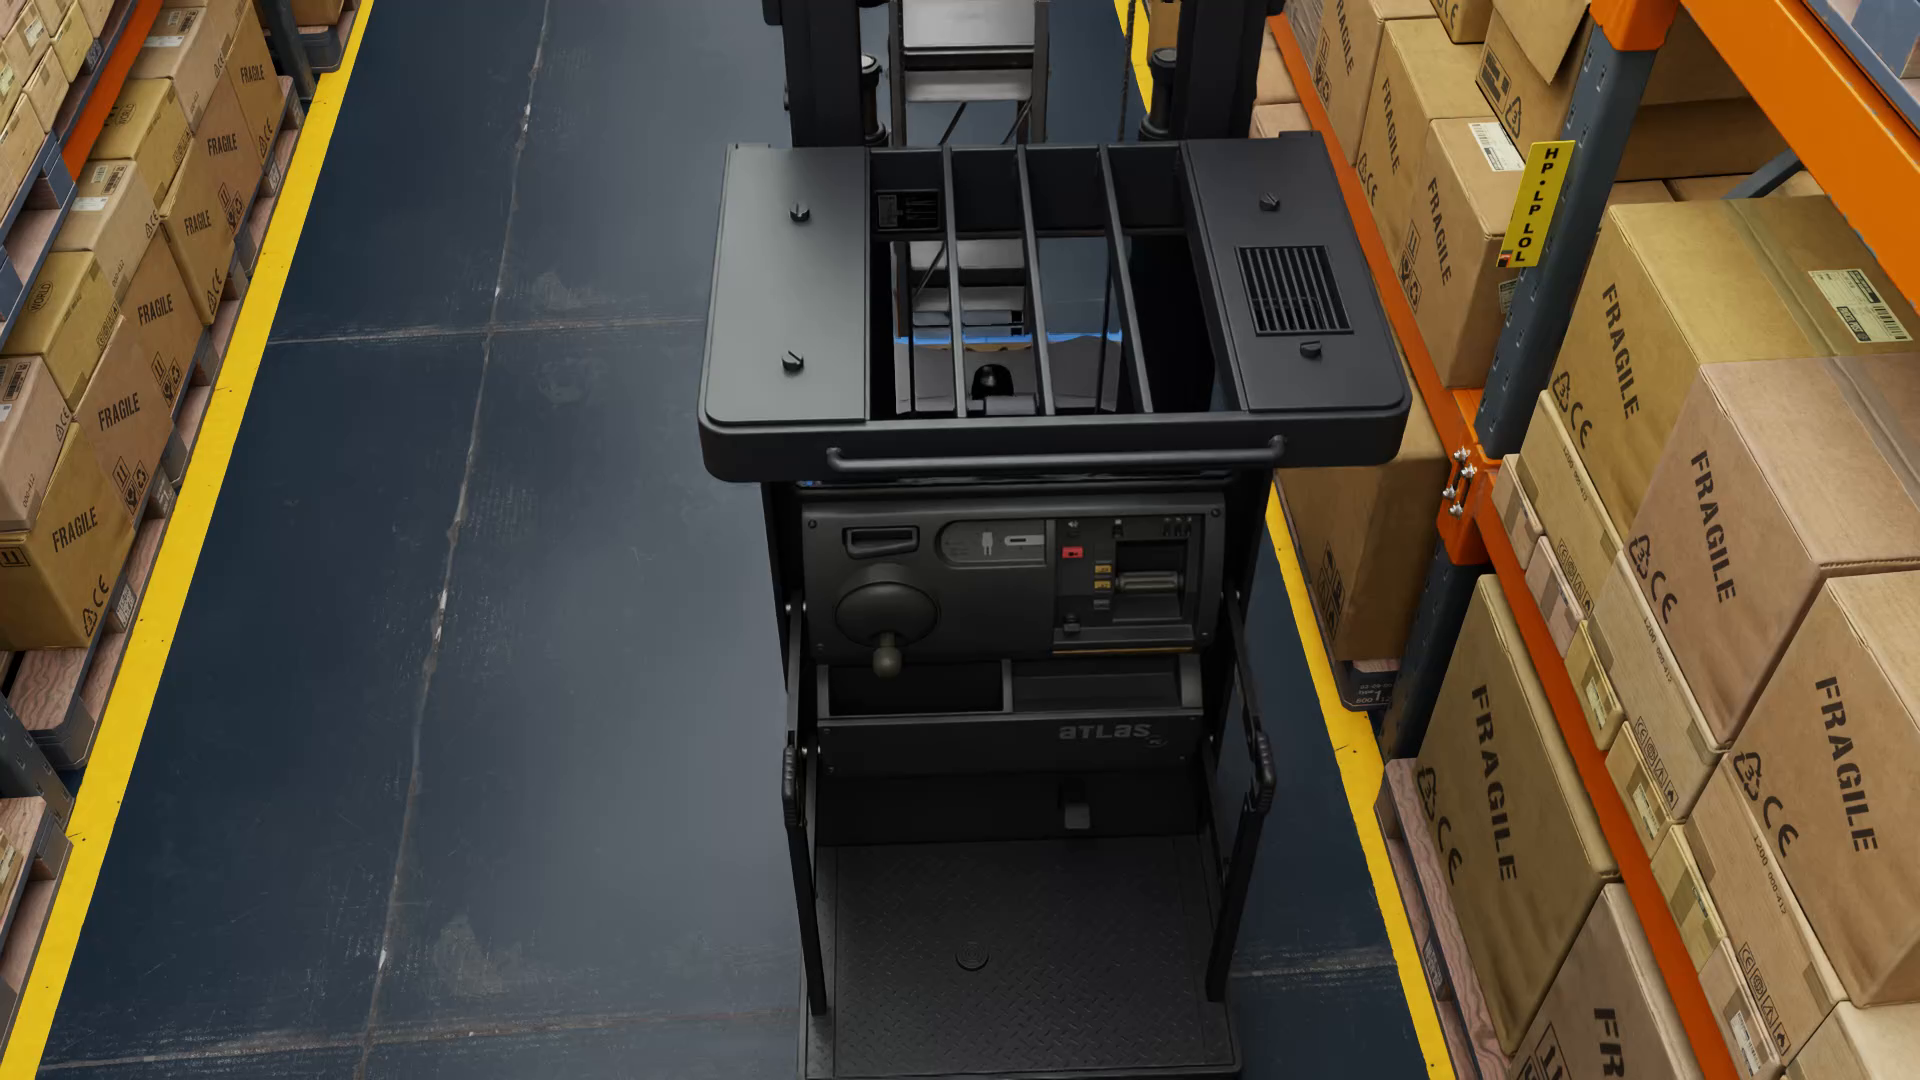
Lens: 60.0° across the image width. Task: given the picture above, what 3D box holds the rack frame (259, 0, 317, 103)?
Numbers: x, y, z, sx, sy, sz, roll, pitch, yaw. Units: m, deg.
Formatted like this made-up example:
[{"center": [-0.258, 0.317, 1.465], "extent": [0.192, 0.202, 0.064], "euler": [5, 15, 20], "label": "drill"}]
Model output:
[{"center": [-3.488, -3.064, 6.586], "extent": [1.000, 3.000, 0.127], "euler": [-3, 47, -3], "label": "rack frame"}]

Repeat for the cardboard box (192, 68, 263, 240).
[{"center": [-3.133, -1.512, 6.549], "extent": [0.500, 0.500, 0.500], "euler": [-2, 47, -2], "label": "cardboard box"}]

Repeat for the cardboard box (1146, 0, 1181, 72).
[{"center": [1.500, -2.205, 6.947], "extent": [1.225, 0.875, 0.875], "euler": [-5, 47, -5], "label": "cardboard box"}]

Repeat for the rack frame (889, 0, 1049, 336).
[{"center": [0.023, -0.630, 4.901], "extent": [0.400, 2.100, 0.015], "euler": [-2, 47, -2], "label": "rack frame"}]

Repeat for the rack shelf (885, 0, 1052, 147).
[{"center": [0.013, -1.279, 4.570], "extent": [0.431, 0.518, 0.480], "euler": [-2, 47, -2], "label": "rack shelf"}]

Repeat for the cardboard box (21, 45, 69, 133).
[{"center": [-2.815, -1.288, 4.788], "extent": [0.380, 0.149, 0.250], "euler": [-5, 47, -5], "label": "cardboard box"}]

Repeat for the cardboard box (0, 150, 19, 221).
[{"center": [-2.774, -0.922, 4.441], "extent": [0.380, 0.149, 0.250], "euler": [-3, 47, -3], "label": "cardboard box"}]

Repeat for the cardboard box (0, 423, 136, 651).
[{"center": [-2.951, -0.005, 5.121], "extent": [0.500, 0.500, 0.500], "euler": [-2, 47, -2], "label": "cardboard box"}]

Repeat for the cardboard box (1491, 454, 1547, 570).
[{"center": [1.491, -0.077, 3.930], "extent": [0.380, 0.149, 0.250], "euler": [-3, 47, -3], "label": "cardboard box"}]

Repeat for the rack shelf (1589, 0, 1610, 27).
[{"center": [1.631, -2.629, 4.604], "extent": [1.077, 0.370, 4.000], "euler": [-3, 47, -3], "label": "rack shelf"}]

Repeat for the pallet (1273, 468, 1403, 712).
[{"center": [1.658, 0.007, 5.598], "extent": [1.003, 0.211, 1.213], "euler": [-3, 47, -3], "label": "pallet"}]

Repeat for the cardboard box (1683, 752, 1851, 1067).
[{"center": [1.662, 0.642, 2.975], "extent": [0.500, 0.250, 0.500], "euler": [-2, 47, -2], "label": "cardboard box"}]

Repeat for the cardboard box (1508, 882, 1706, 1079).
[{"center": [1.849, 1.322, 3.606], "extent": [0.875, 0.875, 0.875], "euler": [-3, 47, -3], "label": "cardboard box"}]

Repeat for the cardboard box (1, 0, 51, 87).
[{"center": [-2.820, -1.400, 4.689], "extent": [0.380, 0.149, 0.250], "euler": [-2, 47, -2], "label": "cardboard box"}]

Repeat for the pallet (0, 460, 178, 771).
[{"center": [-3.220, 0.226, 5.391], "extent": [1.003, 0.211, 1.213], "euler": [-3, 47, -3], "label": "pallet"}]

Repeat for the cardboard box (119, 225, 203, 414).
[{"center": [-3.054, -0.766, 5.842], "extent": [0.500, 0.500, 0.500], "euler": [-3, 47, -3], "label": "cardboard box"}]

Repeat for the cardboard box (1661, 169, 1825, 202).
[{"center": [2.009, -0.780, 4.354], "extent": [0.500, 0.500, 0.500], "euler": [-3, 47, -3], "label": "cardboard box"}]

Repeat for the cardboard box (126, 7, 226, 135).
[{"center": [-3.116, -1.763, 6.270], "extent": [0.500, 0.250, 0.500], "euler": [-3, 47, -3], "label": "cardboard box"}]

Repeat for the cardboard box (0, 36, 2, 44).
[{"center": [-2.794, -1.313, 4.402], "extent": [0.380, 0.149, 0.250], "euler": [-4, 47, -4], "label": "cardboard box"}]

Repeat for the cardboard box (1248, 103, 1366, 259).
[{"center": [1.649, -0.920, 5.730], "extent": [1.225, 0.875, 0.875], "euler": [-5, 47, -5], "label": "cardboard box"}]

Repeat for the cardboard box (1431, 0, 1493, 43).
[{"center": [1.690, -1.736, 4.569], "extent": [0.797, 0.503, 0.637], "euler": [-3, 47, -3], "label": "cardboard box"}]

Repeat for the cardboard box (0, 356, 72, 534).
[{"center": [-2.952, -0.263, 4.849], "extent": [0.500, 0.250, 0.500], "euler": [-5, 47, -5], "label": "cardboard box"}]

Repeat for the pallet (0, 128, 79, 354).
[{"center": [-3.072, -0.666, 4.447], "extent": [1.003, 0.211, 1.213], "euler": [-3, 47, -3], "label": "pallet"}]

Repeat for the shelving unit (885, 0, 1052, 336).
[{"center": [0.013, -0.807, 5.068], "extent": [0.431, 2.100, 0.503], "euler": [-2, 47, -2], "label": "shelving unit"}]

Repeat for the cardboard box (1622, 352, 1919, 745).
[{"center": [1.617, 0.012, 3.054], "extent": [0.500, 0.500, 0.500], "euler": [-3, 47, -3], "label": "cardboard box"}]

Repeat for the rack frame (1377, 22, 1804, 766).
[{"center": [1.798, -0.398, 4.061], "extent": [1.000, 3.000, 0.127], "euler": [-3, 47, -3], "label": "rack frame"}]

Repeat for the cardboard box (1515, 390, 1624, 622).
[{"center": [1.576, -0.093, 3.670], "extent": [0.500, 0.250, 0.500], "euler": [-4, 47, -4], "label": "cardboard box"}]

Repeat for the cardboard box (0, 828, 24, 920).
[{"center": [-2.781, 0.929, 4.478], "extent": [0.380, 0.149, 0.250], "euler": [-3, 47, -3], "label": "cardboard box"}]

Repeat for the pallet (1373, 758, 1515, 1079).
[{"center": [1.784, 1.116, 4.548], "extent": [1.003, 0.211, 1.213], "euler": [-3, 47, -3], "label": "pallet"}]

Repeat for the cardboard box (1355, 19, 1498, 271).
[{"center": [1.452, -1.113, 4.669], "extent": [0.500, 0.500, 0.500], "euler": [-2, 47, -2], "label": "cardboard box"}]

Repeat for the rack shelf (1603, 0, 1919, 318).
[{"center": [1.965, 0.265, 1.863], "extent": [1.077, 0.370, 4.000], "euler": [-3, 47, -3], "label": "rack shelf"}]

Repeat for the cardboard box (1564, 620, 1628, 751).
[{"center": [1.536, 0.303, 3.570], "extent": [0.380, 0.149, 0.250], "euler": [-2, 47, -2], "label": "cardboard box"}]

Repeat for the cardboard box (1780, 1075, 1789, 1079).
[{"center": [1.623, 1.050, 2.862], "extent": [0.380, 0.149, 0.250], "euler": [-5, 47, -4], "label": "cardboard box"}]

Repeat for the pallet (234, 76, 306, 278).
[{"center": [-3.424, -1.539, 7.063], "extent": [1.003, 0.211, 1.213], "euler": [-3, 47, -3], "label": "pallet"}]

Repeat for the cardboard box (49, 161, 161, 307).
[{"center": [-3.037, -1.018, 5.564], "extent": [0.500, 0.250, 0.500], "euler": [-2, 47, -2], "label": "cardboard box"}]

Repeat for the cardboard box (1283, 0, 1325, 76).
[{"center": [1.364, -1.853, 5.370], "extent": [0.500, 0.500, 0.500], "euler": [-3, 47, -3], "label": "cardboard box"}]

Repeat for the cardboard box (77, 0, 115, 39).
[{"center": [-2.860, -1.668, 5.147], "extent": [0.380, 0.149, 0.250], "euler": [-5, 47, -5], "label": "cardboard box"}]

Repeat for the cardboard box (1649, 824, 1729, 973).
[{"center": [1.581, 0.678, 3.215], "extent": [0.380, 0.149, 0.250], "euler": [-4, 47, -4], "label": "cardboard box"}]

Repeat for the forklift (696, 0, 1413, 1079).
[{"center": [0.131, 0.197, 3.545], "extent": [1.130, 2.935, 3.031], "euler": [-2, 47, -2], "label": "forklift"}]
